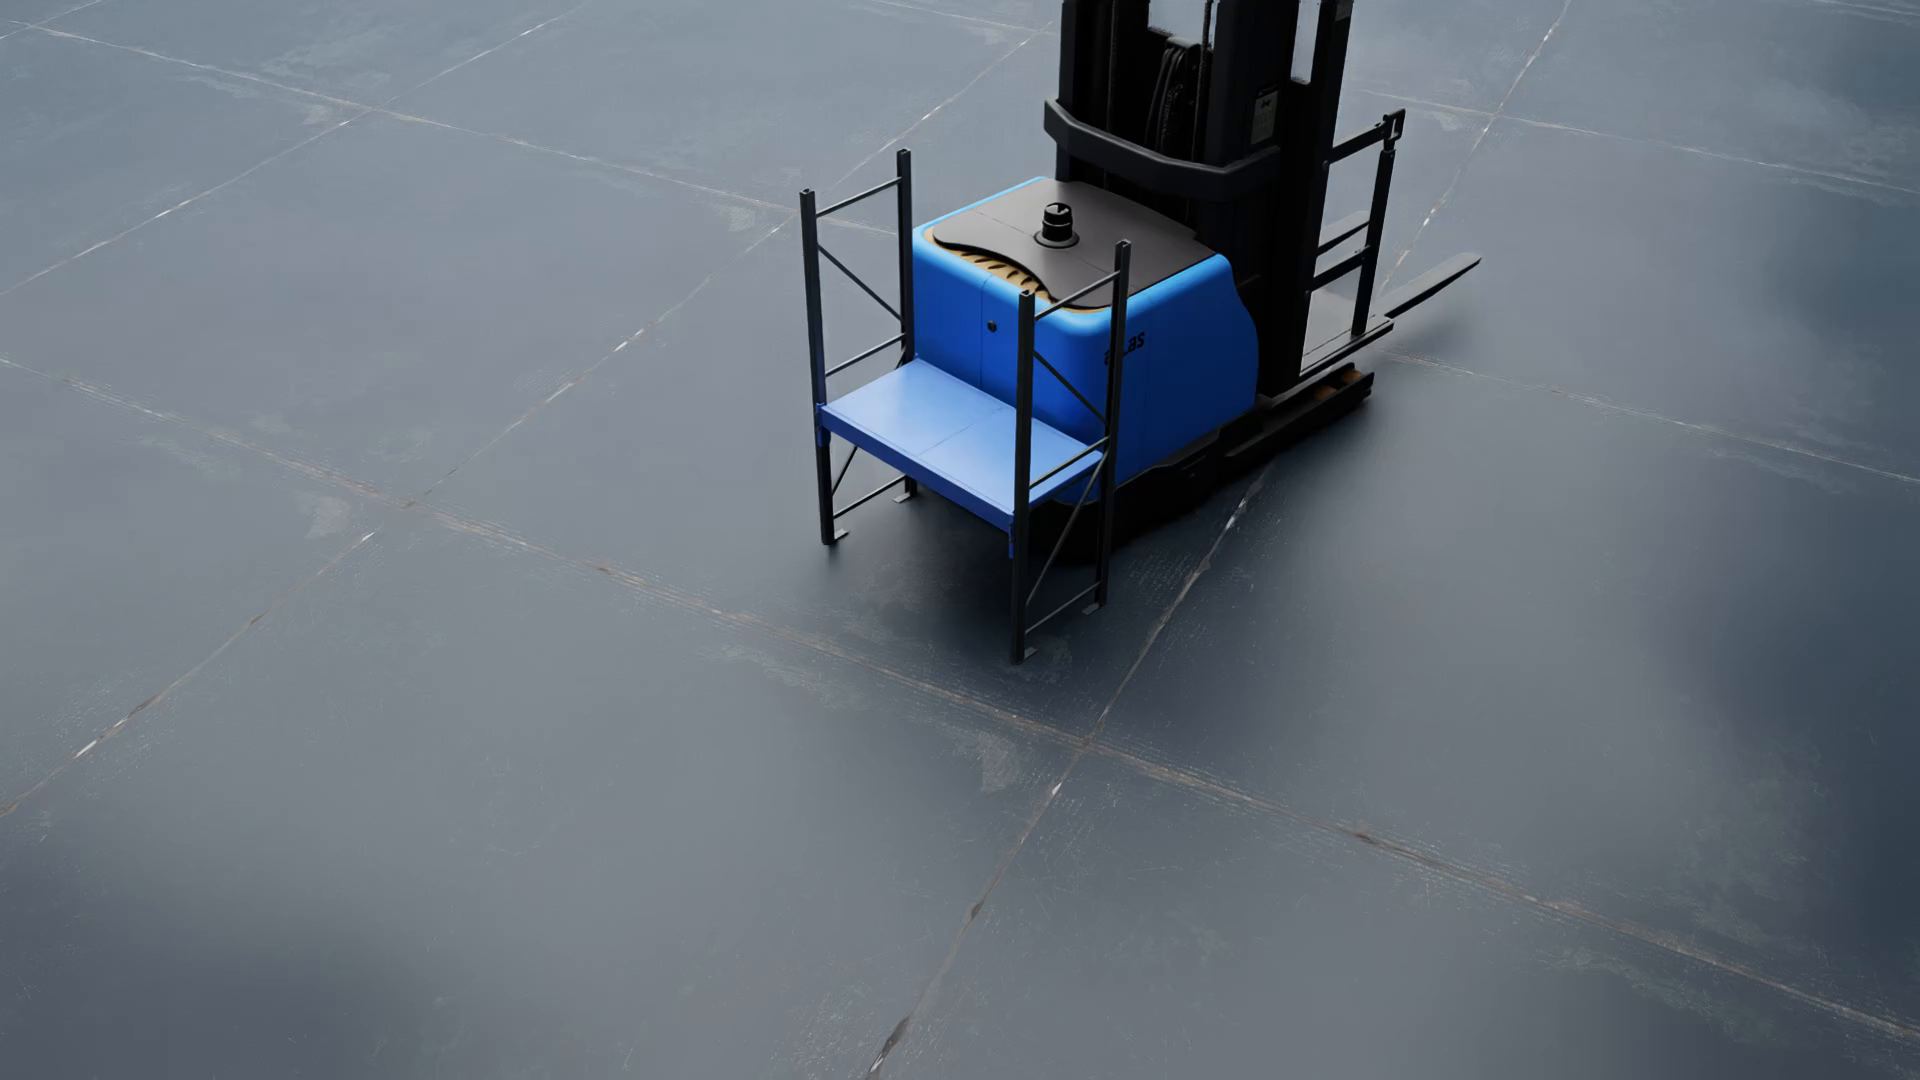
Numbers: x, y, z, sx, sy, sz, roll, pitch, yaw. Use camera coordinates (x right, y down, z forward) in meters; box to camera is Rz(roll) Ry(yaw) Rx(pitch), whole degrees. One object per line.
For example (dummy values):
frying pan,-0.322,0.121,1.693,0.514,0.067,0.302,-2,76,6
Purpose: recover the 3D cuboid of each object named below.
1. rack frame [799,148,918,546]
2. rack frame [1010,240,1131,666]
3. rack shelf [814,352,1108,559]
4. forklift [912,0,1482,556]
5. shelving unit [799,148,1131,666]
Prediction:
rack frame,-0.360,-0.688,6.233,0.032,1.500,0.500,31,47,34
rack frame,0.366,-0.258,5.666,0.032,1.500,0.500,31,47,34
rack shelf,0.003,-0.330,6.058,1.000,0.185,0.538,31,47,34
forklift,1.179,-1.878,6.617,3.031,2.935,1.130,-29,46,-33
shelving unit,0.003,-0.473,5.950,1.048,1.500,0.538,31,47,34
